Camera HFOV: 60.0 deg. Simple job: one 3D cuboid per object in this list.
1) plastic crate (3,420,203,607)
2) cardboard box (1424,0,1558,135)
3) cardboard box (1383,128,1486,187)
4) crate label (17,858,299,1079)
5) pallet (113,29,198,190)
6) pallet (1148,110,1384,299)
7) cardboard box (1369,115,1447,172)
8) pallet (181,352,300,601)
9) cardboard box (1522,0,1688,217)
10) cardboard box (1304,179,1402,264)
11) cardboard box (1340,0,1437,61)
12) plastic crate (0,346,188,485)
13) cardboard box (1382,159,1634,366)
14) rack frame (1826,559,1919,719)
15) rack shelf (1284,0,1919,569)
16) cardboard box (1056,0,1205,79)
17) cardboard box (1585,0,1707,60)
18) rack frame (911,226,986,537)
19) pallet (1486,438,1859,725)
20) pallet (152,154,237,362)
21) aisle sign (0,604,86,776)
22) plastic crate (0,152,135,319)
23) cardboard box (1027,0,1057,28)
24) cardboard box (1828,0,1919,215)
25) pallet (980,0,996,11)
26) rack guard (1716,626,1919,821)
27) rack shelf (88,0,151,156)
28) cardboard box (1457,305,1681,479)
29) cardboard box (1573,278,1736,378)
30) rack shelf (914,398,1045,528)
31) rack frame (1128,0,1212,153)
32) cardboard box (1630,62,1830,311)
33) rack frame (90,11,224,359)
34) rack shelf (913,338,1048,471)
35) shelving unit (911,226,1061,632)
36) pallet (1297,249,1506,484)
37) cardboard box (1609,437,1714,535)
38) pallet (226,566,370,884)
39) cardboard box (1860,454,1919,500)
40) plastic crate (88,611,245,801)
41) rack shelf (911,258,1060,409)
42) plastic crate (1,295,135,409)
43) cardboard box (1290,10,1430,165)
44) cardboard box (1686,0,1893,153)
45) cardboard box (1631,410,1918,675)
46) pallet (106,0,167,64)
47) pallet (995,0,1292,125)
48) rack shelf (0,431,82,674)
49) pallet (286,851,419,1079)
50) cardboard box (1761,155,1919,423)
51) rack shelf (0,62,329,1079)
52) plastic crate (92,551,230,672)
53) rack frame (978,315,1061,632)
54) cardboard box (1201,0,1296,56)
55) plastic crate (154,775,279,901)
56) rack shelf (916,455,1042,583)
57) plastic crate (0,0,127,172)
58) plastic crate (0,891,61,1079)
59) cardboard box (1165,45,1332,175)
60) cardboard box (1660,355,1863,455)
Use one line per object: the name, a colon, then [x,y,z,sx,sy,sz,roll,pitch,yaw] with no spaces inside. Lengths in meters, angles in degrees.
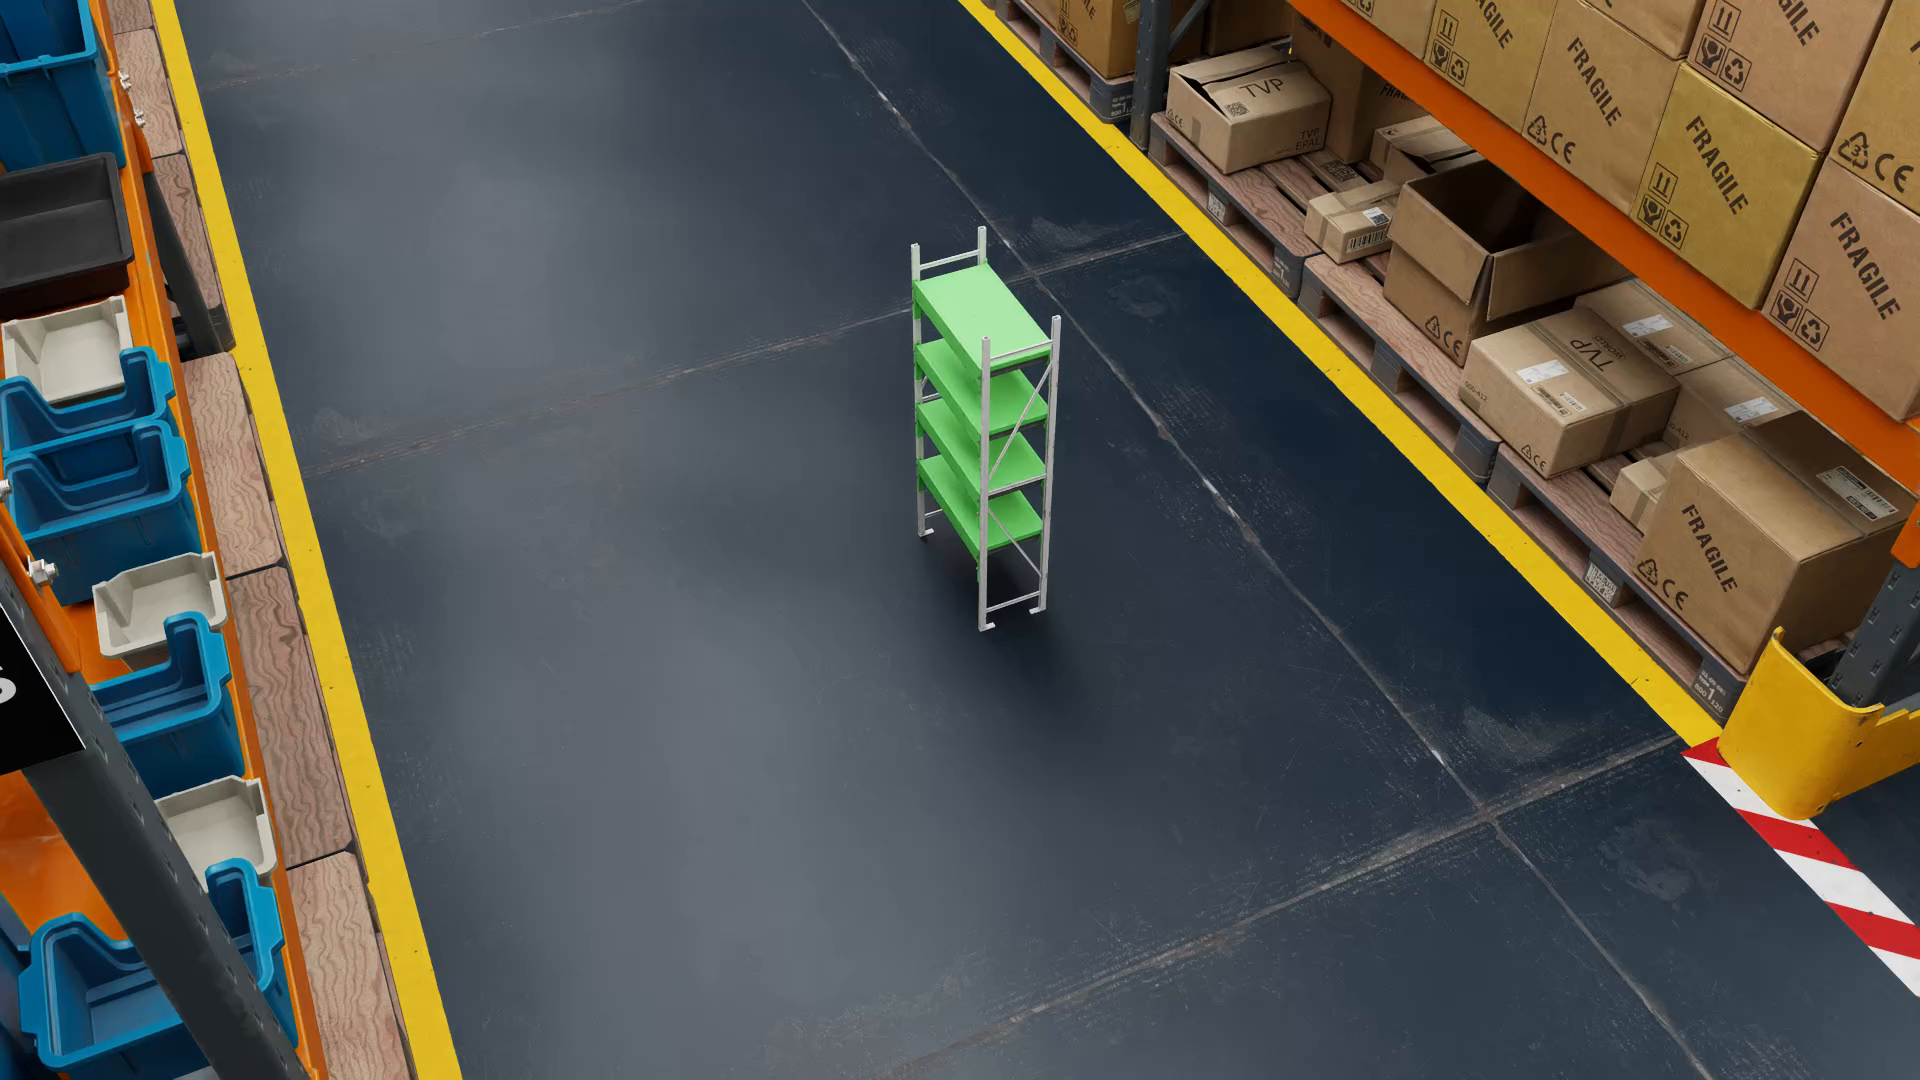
plastic crate: [-1.922,-0.052,3.744,0.416,0.233,0.300,-18,47,-17]
cardboard box: [1.860,-1.668,5.234,0.500,0.500,0.500,-19,48,-18]
cardboard box: [2.063,-1.448,6.683,0.500,0.311,0.500,-18,47,-17]
crate label: [-1.368,0.787,2.893,0.416,0.233,0.303,-18,47,-17]
pallet: [-4.048,-1.836,7.460,1.003,0.211,1.213,-18,47,-17]
pallet: [1.539,-1.576,7.197,1.003,0.211,1.213,-18,47,-17]
cardboard box: [1.960,-1.647,7.000,0.380,0.149,0.250,-18,47,-17]
pallet: [-2.900,-0.096,5.697,1.003,0.211,1.213,-18,47,-17]
cardboard box: [2.071,-1.347,4.908,0.500,0.500,0.500,-18,47,-17]
cardboard box: [1.604,-1.275,6.610,0.380,0.166,0.250,-18,47,-17]
cardboard box: [1.645,-1.992,5.562,0.500,0.500,0.500,-18,47,-18]
plastic crate: [-2.048,-0.243,3.937,0.416,0.233,0.300,-18,47,-17]
cardboard box: [2.046,-1.078,6.171,0.797,0.503,0.637,-18,47,-17]
rack frame: [2.933,-0.457,4.078,1.000,3.000,0.127,-18,47,-17]
rack shelf: [2.092,-1.476,5.622,1.077,0.370,4.000,-18,47,-17]
cardboard box: [0.783,-2.503,7.617,0.500,0.500,0.500,-18,47,-18]
cardboard box: [2.061,-1.702,4.556,0.500,0.500,0.500,-17,47,-16]
rack frame: [-0.033,-0.477,5.379,0.240,1.200,0.015,-18,47,-17]
pallet: [2.565,-0.021,5.621,1.003,0.211,1.213,-18,47,-17]
pallet: [-3.531,-1.057,6.671,1.003,0.211,1.213,-18,47,-17]
aisle sign: [-1.263,0.036,1.727,0.394,0.787,0.004,-18,47,-17]
plastic crate: [-2.530,-0.835,4.614,0.437,0.125,0.590,-18,47,-17]
cardboard box: [0.583,-2.820,7.939,0.500,0.500,0.500,-18,47,-17]
cardboard box: [2.496,-1.051,3.896,0.500,0.500,0.500,-18,48,-18]
pallet: [0.358,-3.299,8.943,1.003,0.211,1.213,-18,47,-17]
rack guard: [2.901,0.384,5.005,1.175,0.500,0.348,-18,47,-17]
rack shelf: [-4.086,-2.564,6.725,1.077,0.370,4.000,-18,47,-17]
cardboard box: [2.109,-0.523,5.789,0.500,0.250,0.500,-18,47,-17]
cardboard box: [2.541,-0.702,5.971,0.500,0.250,0.500,-18,47,-17]
rack shelf: [0.070,-0.276,5.267,0.258,0.148,0.480,-18,47,-17]
rack frame: [1.251,-3.006,6.661,1.000,3.000,0.127,-18,47,-17]
cardboard box: [2.276,-1.027,4.584,0.500,0.500,0.500,-18,47,-17]
rack frame: [-3.245,-1.546,5.181,1.000,3.000,0.127,-18,47,-17]
rack shelf: [0.070,-0.447,5.098,0.258,0.148,0.480,-18,47,-17]
shelving unit: [0.070,-0.322,5.222,0.258,1.200,0.503,-18,47,-17]
pallet: [2.056,-0.797,6.408,1.003,0.211,1.213,-18,47,-17]
cardboard box: [2.392,-0.164,5.484,0.380,0.166,0.250,-18,47,-17]
pallet: [-2.384,0.683,4.908,1.003,0.211,1.213,-18,47,-17]
cardboard box: [2.964,-0.133,5.453,0.380,0.166,0.250,-18,47,-17]
plastic crate: [-1.645,0.368,3.318,0.416,0.233,0.300,-18,47,-17]
rack shelf: [0.070,-0.618,4.929,0.258,0.148,0.480,-18,47,-17]
plastic crate: [-2.240,-0.452,4.218,0.293,0.136,0.466,-18,47,-17]
cardboard box: [1.748,-1.994,7.101,0.500,0.500,0.500,-18,47,-17]
cardboard box: [2.283,-1.373,4.222,0.500,0.500,0.500,-17,47,-16]
cardboard box: [2.481,0.002,5.078,0.500,0.500,0.500,-18,47,-17]
pallet: [-4.557,-2.612,8.247,1.003,0.211,1.213,-18,47,-17]
pallet: [0.875,-2.521,8.154,1.003,0.211,1.213,-18,47,-17]
rack shelf: [-2.404,-1.083,3.088,1.077,0.370,4.000,-18,47,-17]
pallet: [-1.874,1.459,4.121,1.003,0.211,1.213,-18,47,-17]
cardboard box: [2.498,-0.698,4.250,0.500,0.500,0.500,-17,47,-16]
rack shelf: [-2.404,-0.015,4.142,1.077,0.370,4.000,-18,47,-17]
plastic crate: [-1.713,0.160,3.597,0.250,0.136,0.298,-18,47,-17]
rack frame: [0.172,-0.166,5.064,0.240,1.200,0.015,-18,47,-17]
cardboard box: [1.269,-2.653,7.770,0.500,0.500,0.500,-20,48,-19]
plastic crate: [-1.428,0.592,3.159,0.250,0.136,0.298,-18,47,-17]
rack shelf: [0.070,-0.105,5.435,0.258,0.148,0.480,-18,47,-17]
plastic crate: [-2.739,-1.365,4.966,0.392,0.384,0.575,-18,47,-17]
plastic crate: [-1.873,0.811,2.724,0.616,0.435,0.499,-18,47,-17]
cardboard box: [1.231,-1.874,7.115,0.500,0.311,0.500,-18,47,-17]
cardboard box: [2.751,-0.384,5.648,0.500,0.250,0.500,-18,47,-17]
